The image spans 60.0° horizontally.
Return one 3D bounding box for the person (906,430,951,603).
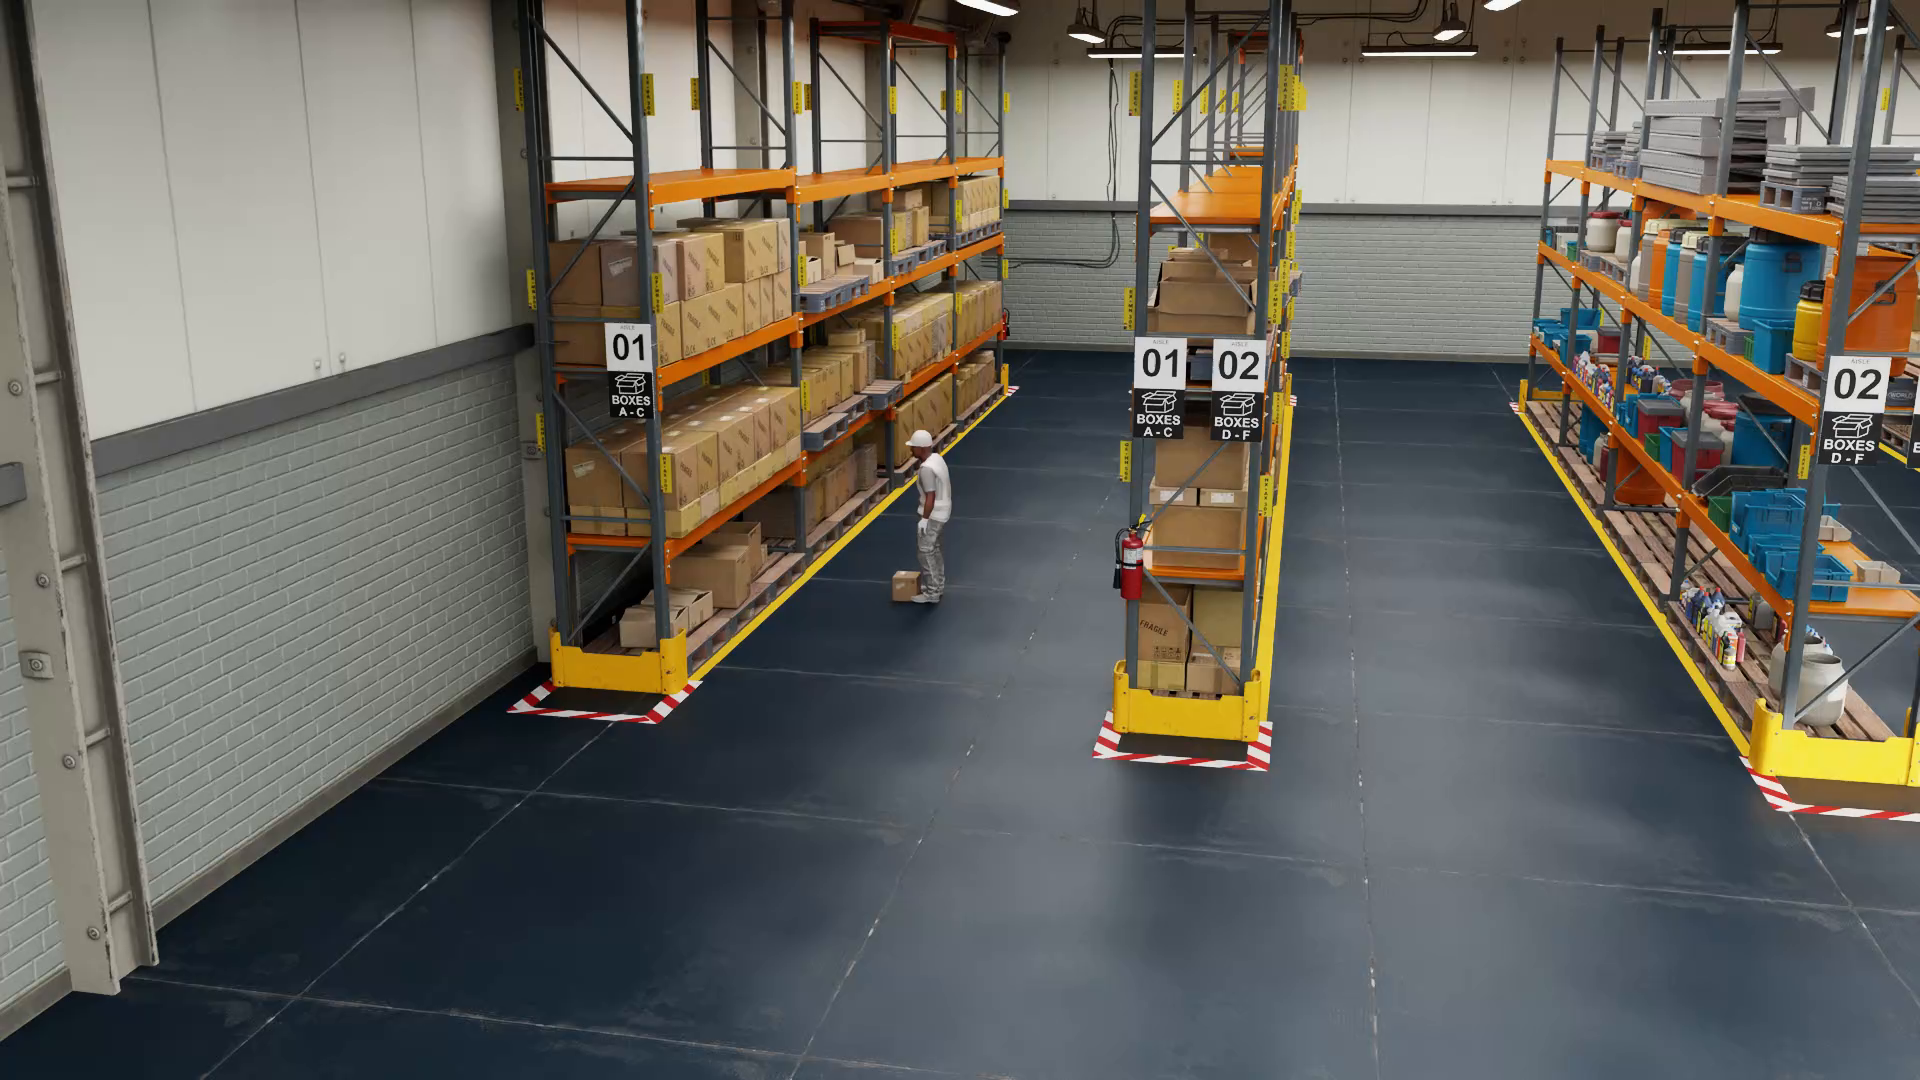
[{"bbox_3d":[-0.320,-0.247,16.945,0.451,1.773,0.625,2,15,8],"label":"person"}]
